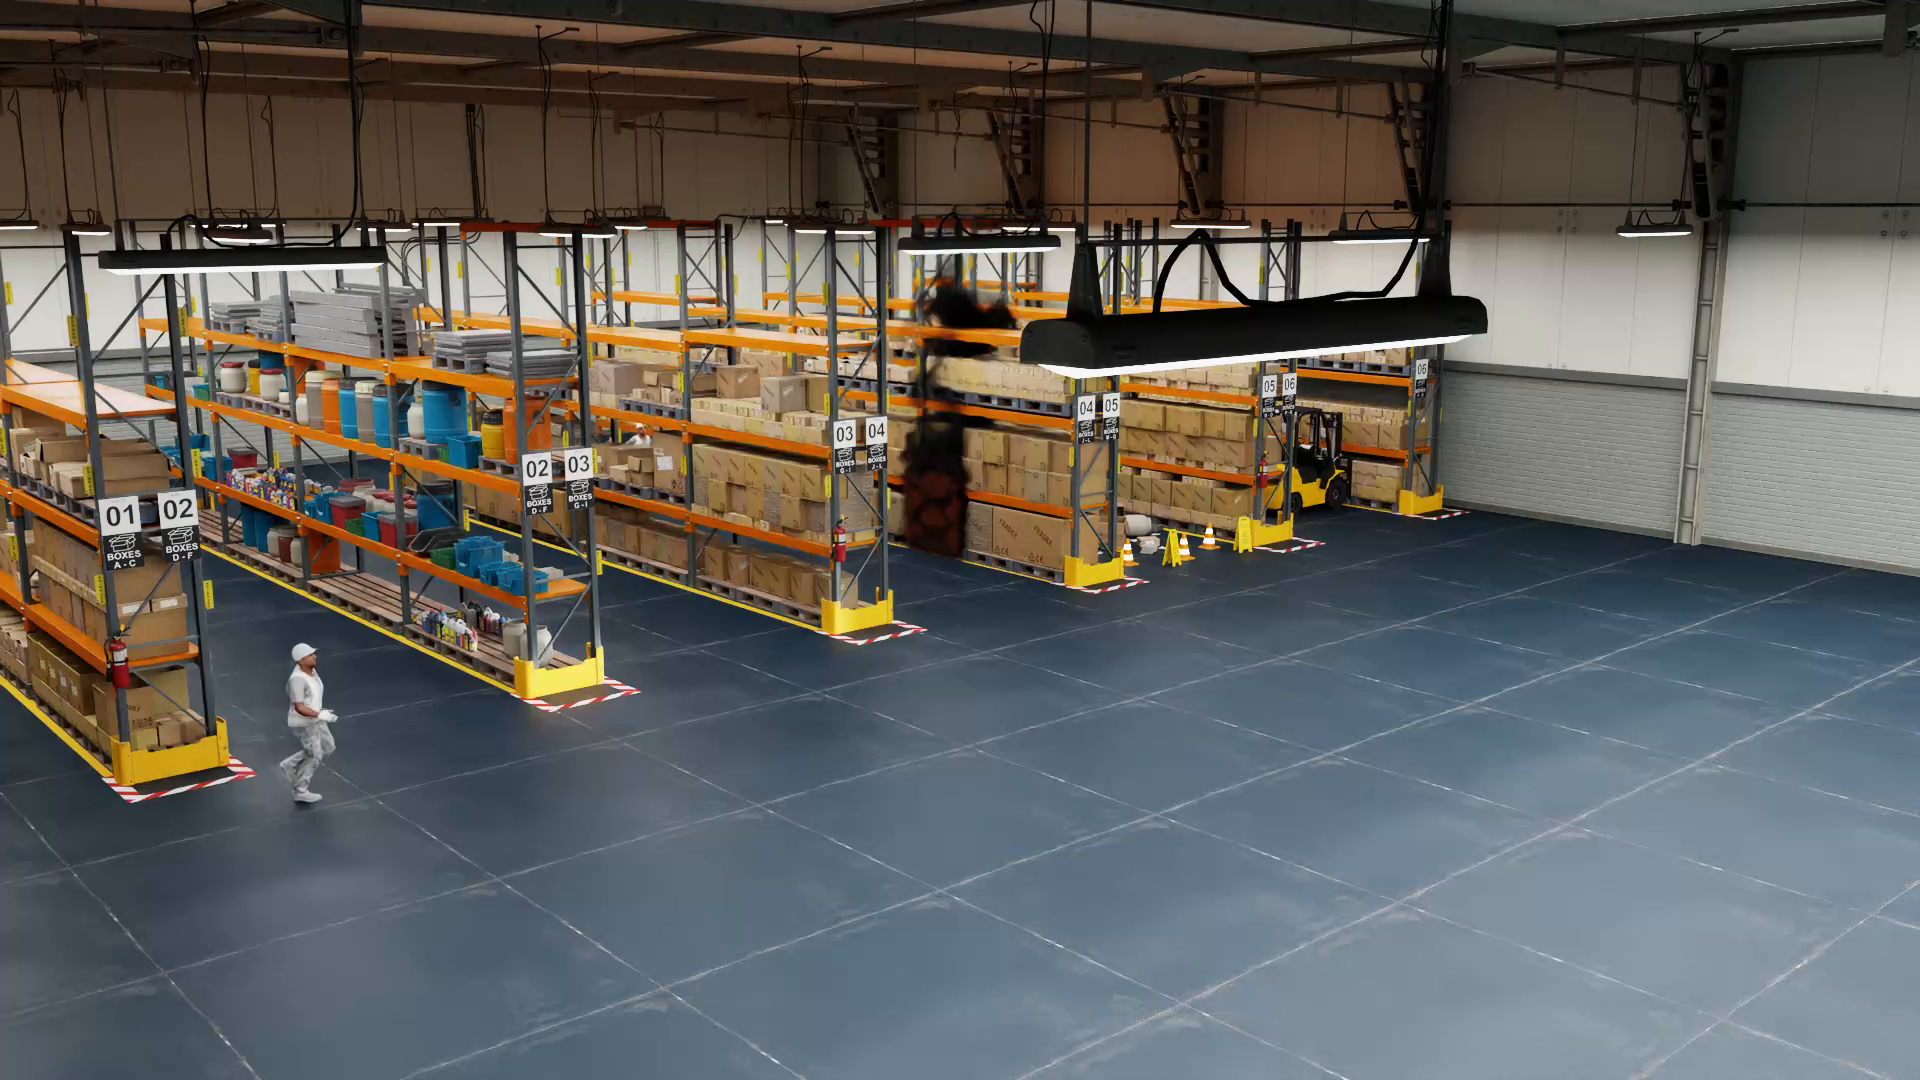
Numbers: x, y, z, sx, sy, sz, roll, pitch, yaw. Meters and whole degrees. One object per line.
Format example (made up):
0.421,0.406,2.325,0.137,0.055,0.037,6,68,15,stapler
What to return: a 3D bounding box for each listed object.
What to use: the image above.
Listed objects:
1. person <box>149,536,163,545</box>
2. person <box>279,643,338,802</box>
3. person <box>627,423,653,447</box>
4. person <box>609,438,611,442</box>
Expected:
-13.181,0.048,27.190,0.711,1.817,0.637,9,15,39,person
-7.010,1.944,17.876,0.664,1.737,0.720,-2,12,-11,person
-6.798,-1.652,35.680,0.664,1.739,0.590,-9,15,-38,person
-6.988,-1.240,33.754,0.671,1.687,0.567,-11,16,-43,person
